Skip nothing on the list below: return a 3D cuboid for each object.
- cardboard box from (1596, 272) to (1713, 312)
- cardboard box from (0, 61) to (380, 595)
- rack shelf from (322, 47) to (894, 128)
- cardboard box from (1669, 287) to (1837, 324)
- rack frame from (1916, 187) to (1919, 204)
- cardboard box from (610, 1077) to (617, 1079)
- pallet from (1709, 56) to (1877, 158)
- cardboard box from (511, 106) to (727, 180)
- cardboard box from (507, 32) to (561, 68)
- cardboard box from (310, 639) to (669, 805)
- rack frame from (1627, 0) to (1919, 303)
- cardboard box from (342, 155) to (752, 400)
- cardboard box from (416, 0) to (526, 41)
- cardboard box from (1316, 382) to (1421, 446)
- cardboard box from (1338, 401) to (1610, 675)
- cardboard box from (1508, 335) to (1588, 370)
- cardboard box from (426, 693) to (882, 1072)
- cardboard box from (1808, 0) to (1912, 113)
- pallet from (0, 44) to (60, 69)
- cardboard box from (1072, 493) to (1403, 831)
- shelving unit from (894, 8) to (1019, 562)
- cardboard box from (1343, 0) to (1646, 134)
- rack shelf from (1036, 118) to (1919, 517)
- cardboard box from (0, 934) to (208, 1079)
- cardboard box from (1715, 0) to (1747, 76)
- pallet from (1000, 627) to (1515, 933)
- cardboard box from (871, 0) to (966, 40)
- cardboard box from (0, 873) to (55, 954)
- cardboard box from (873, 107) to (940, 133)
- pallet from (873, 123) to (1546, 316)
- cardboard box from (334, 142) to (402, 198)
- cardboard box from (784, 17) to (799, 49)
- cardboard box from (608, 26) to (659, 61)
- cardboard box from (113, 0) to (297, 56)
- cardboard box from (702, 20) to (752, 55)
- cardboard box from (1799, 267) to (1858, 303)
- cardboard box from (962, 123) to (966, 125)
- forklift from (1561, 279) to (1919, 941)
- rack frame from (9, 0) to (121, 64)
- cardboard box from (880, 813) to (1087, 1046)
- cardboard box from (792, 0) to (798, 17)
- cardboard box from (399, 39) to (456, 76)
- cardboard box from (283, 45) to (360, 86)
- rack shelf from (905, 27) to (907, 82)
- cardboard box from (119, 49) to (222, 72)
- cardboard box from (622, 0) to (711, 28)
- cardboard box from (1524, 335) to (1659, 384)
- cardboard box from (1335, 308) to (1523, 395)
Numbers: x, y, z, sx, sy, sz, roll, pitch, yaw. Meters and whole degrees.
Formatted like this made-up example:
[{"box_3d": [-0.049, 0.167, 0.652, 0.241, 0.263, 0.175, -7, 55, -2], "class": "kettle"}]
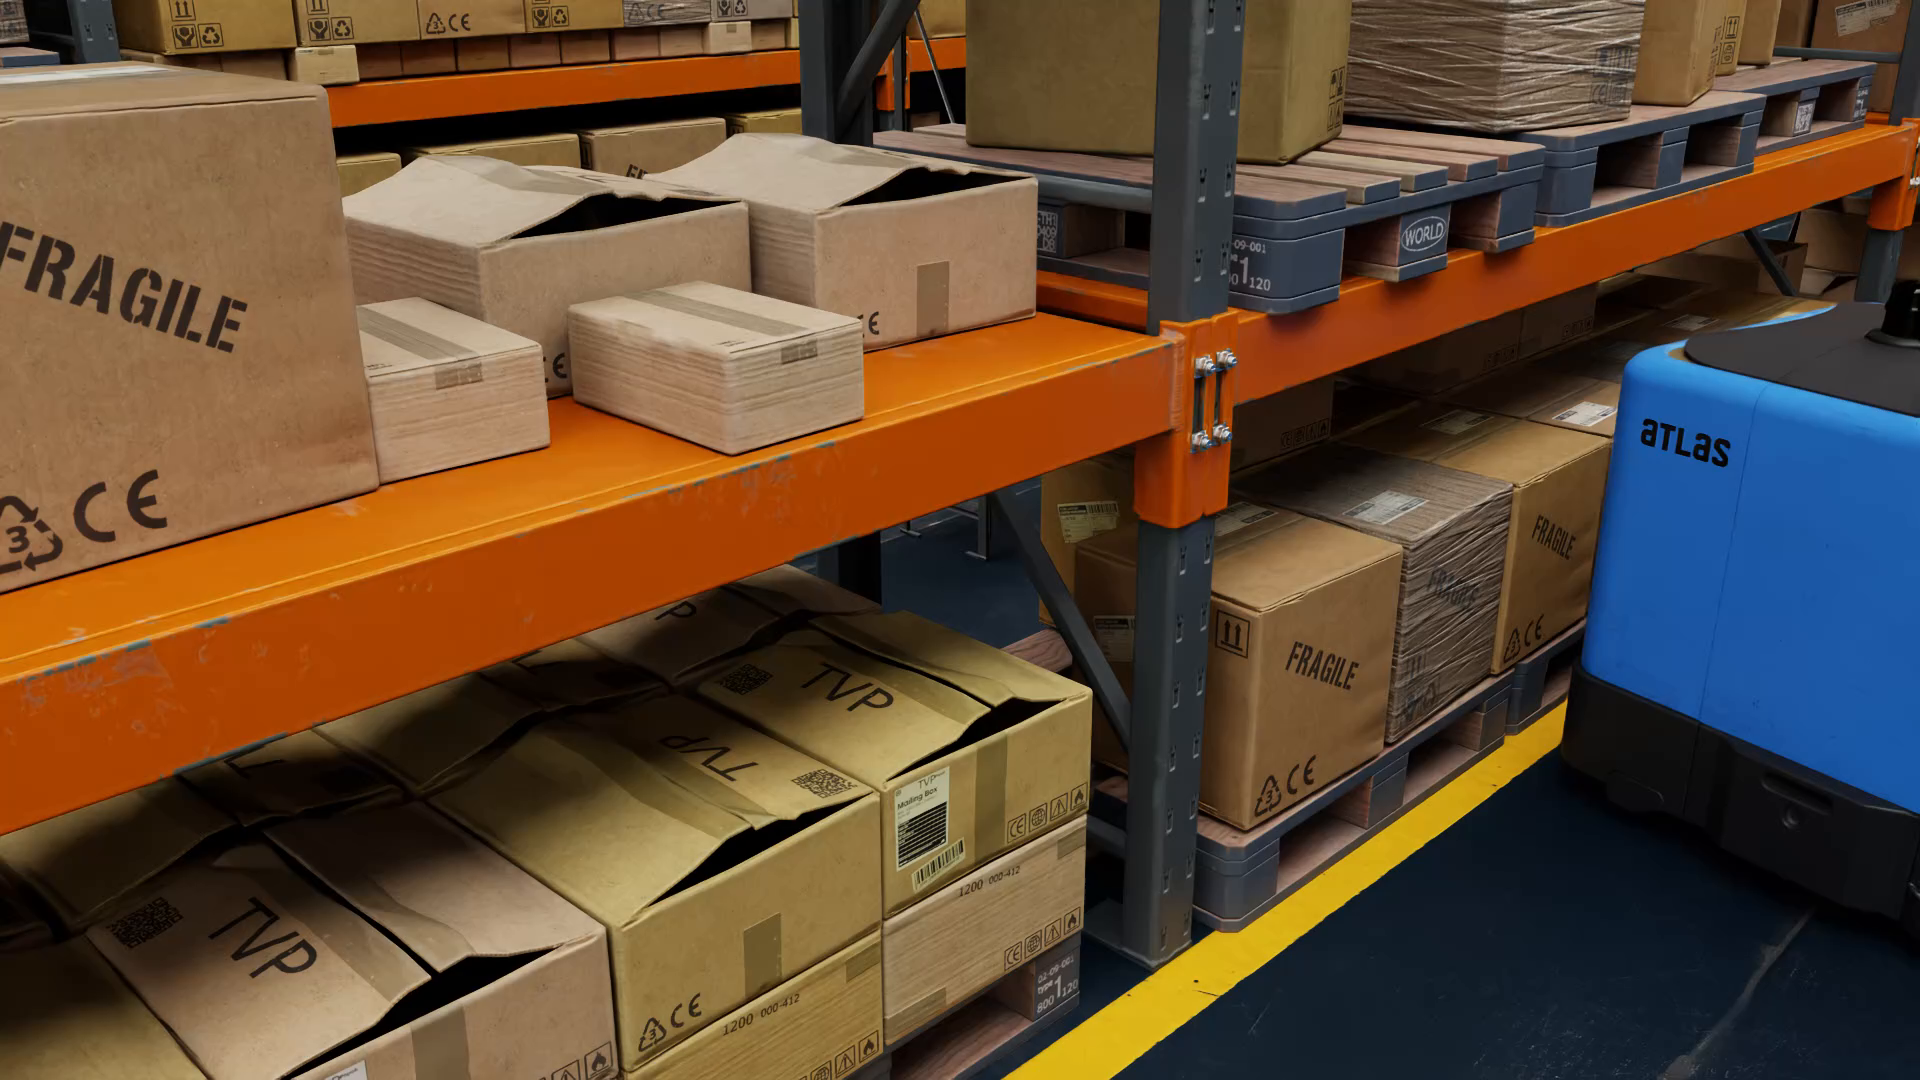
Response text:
[{"box_3d": [2.351, -0.679, 6.032, 0.500, 0.500, 0.500, 18, 27, 38], "class": "cardboard box"}, {"box_3d": [-1.086, -0.287, 2.001, 0.500, 0.500, 0.500, 17, 27, 38], "class": "cardboard box"}, {"box_3d": [-2.084, -2.093, 7.842, 1.077, 0.370, 4.000, 19, 28, 41], "class": "rack shelf"}, {"box_3d": [2.725, -0.544, 5.680, 0.500, 0.500, 0.500, 19, 28, 40], "class": "cardboard box"}, {"box_3d": [5.654, -2.732, 8.502, 1.000, 3.000, 0.127, 19, 28, 41], "class": "rack frame"}, {"box_3d": [-0.829, 0.870, 2.378, 0.500, 0.250, 0.500, -19, 28, -41], "class": "cardboard box"}, {"box_3d": [2.228, -1.436, 5.398, 1.003, 0.211, 1.213, 19, 28, 41], "class": "pallet"}, {"box_3d": [-1.667, -1.707, 8.245, 0.750, 0.750, 0.750, -19, 28, -40], "class": "cardboard box"}, {"box_3d": [-2.021, -2.230, 7.519, 0.380, 0.149, 0.250, 19, 28, 41], "class": "cardboard box"}, {"box_3d": [-0.863, 0.348, 2.953, 0.500, 0.311, 0.500, 18, 28, 39], "class": "cardboard box"}, {"box_3d": [2.864, -1.704, 5.827, 1.000, 3.000, 0.127, 19, 28, 41], "class": "rack frame"}, {"box_3d": [-0.690, -0.453, 2.696, 0.500, 0.311, 0.500, 19, 28, 40], "class": "cardboard box"}, {"box_3d": [-2.238, -2.430, 7.134, 0.500, 0.500, 0.500, 19, 28, 40], "class": "cardboard box"}, {"box_3d": [0.919, -0.146, 4.646, 0.500, 0.500, 0.500, 18, 27, 39], "class": "cardboard box"}, {"box_3d": [1.310, -0.024, 4.326, 0.500, 0.500, 0.500, 19, 28, 40], "class": "cardboard box"}, {"box_3d": [1.633, -0.413, 5.338, 0.500, 0.500, 0.500, 20, 29, 41], "class": "cardboard box"}, {"box_3d": [-0.474, 0.481, 2.607, 0.500, 0.311, 0.500, 19, 28, 40], "class": "cardboard box"}, {"box_3d": [3.414, -1.814, 5.973, 0.500, 0.500, 0.500, -19, 28, -41], "class": "cardboard box"}, {"box_3d": [-3.900, -1.615, 5.864, 1.213, 0.211, 1.003, 19, 28, 41], "class": "pallet"}, {"box_3d": [0.595, 0.240, 3.640, 0.500, 0.500, 0.500, -19, 28, -40], "class": "cardboard box"}, {"box_3d": [0.115, -1.023, 5.309, 0.431, 2.100, 0.503, 19, 28, 41], "class": "shelving unit"}, {"box_3d": [1.206, -1.296, 4.041, 0.500, 0.500, 0.700, -14, 25, -32], "class": "cardboard box"}, {"box_3d": [1.468, -0.854, 4.619, 1.077, 0.370, 4.000, 19, 28, 41], "class": "rack shelf"}, {"box_3d": [-1.179, 0.739, 1.937, 0.500, 0.311, 0.500, -19, 28, -41], "class": "cardboard box"}, {"box_3d": [1.938, -1.688, 5.061, 0.500, 0.500, 0.700, -15, 26, -34], "class": "cardboard box"}, {"box_3d": [0.621, 0.443, 4.127, 1.003, 0.211, 1.213, 19, 28, 41], "class": "pallet"}, {"box_3d": [-0.298, -3.218, 9.349, 0.700, 0.700, 0.980, -20, 28, -41], "class": "cardboard box"}, {"box_3d": [-1.579, 0.611, 2.270, 0.500, 0.311, 0.500, 19, 28, 40], "class": "cardboard box"}, {"box_3d": [-0.337, -2.454, 9.773, 0.380, 0.149, 0.250, 19, 28, 40], "class": "cardboard box"}, {"box_3d": [0.496, -0.778, 3.685, 1.213, 0.211, 1.003, 19, 28, 41], "class": "pallet"}, {"box_3d": [-2.872, -1.263, 7.092, 0.750, 0.750, 0.750, 19, 28, 40], "class": "cardboard box"}, {"box_3d": [-0.880, -2.606, 8.497, 0.250, 0.149, 0.380, -20, 28, -41], "class": "cardboard box"}, {"box_3d": [-1.639, -2.362, 7.860, 0.380, 0.149, 0.250, 18, 28, 39], "class": "cardboard box"}, {"box_3d": [-2.957, -2.170, 6.458, 0.500, 0.500, 0.500, -19, 28, -40], "class": "cardboard box"}, {"box_3d": [-1.236, -2.468, 8.138, 0.380, 0.149, 0.250, 19, 28, 41], "class": "cardboard box"}, {"box_3d": [3.581, -1.065, 7.298, 0.500, 0.311, 0.500, 19, 28, 41], "class": "cardboard box"}, {"box_3d": [0.260, -2.267, 10.191, 0.700, 0.500, 0.500, 19, 28, 40], "class": "cardboard box"}, {"box_3d": [2.693, -0.440, 2.633, 1.130, 2.935, 3.031, -14, 25, -32], "class": "forklift"}, {"box_3d": [-3.479, -1.915, 6.375, 1.000, 3.000, 0.127, 19, 28, 41], "class": "rack frame"}, {"box_3d": [-0.119, 0.608, 3.059, 0.500, 0.250, 0.500, -19, 28, -41], "class": "cardboard box"}, {"box_3d": [-0.830, -2.956, 8.502, 0.500, 0.500, 0.500, 19, 28, 40], "class": "cardboard box"}, {"box_3d": [-2.393, -2.108, 7.199, 0.250, 0.149, 0.380, -19, 28, -41], "class": "cardboard box"}, {"box_3d": [-2.655, -1.943, 6.771, 0.250, 0.149, 0.380, -19, 28, -40], "class": "cardboard box"}, {"box_3d": [0.115, -1.663, 5.062, 0.431, 0.518, 0.480, 19, 28, 41], "class": "rack shelf"}, {"box_3d": [-3.083, -1.833, 6.486, 0.380, 0.149, 0.250, 19, 28, 40], "class": "cardboard box"}, {"box_3d": [-1.535, -2.695, 7.824, 0.500, 0.500, 0.500, 19, 28, 41], "class": "cardboard box"}, {"box_3d": [2.024, -0.290, 5.020, 0.500, 0.500, 0.500, 20, 29, 41], "class": "cardboard box"}, {"box_3d": [1.304, -0.643, 4.893, 0.500, 0.250, 0.500, 19, 28, 40], "class": "cardboard box"}]
